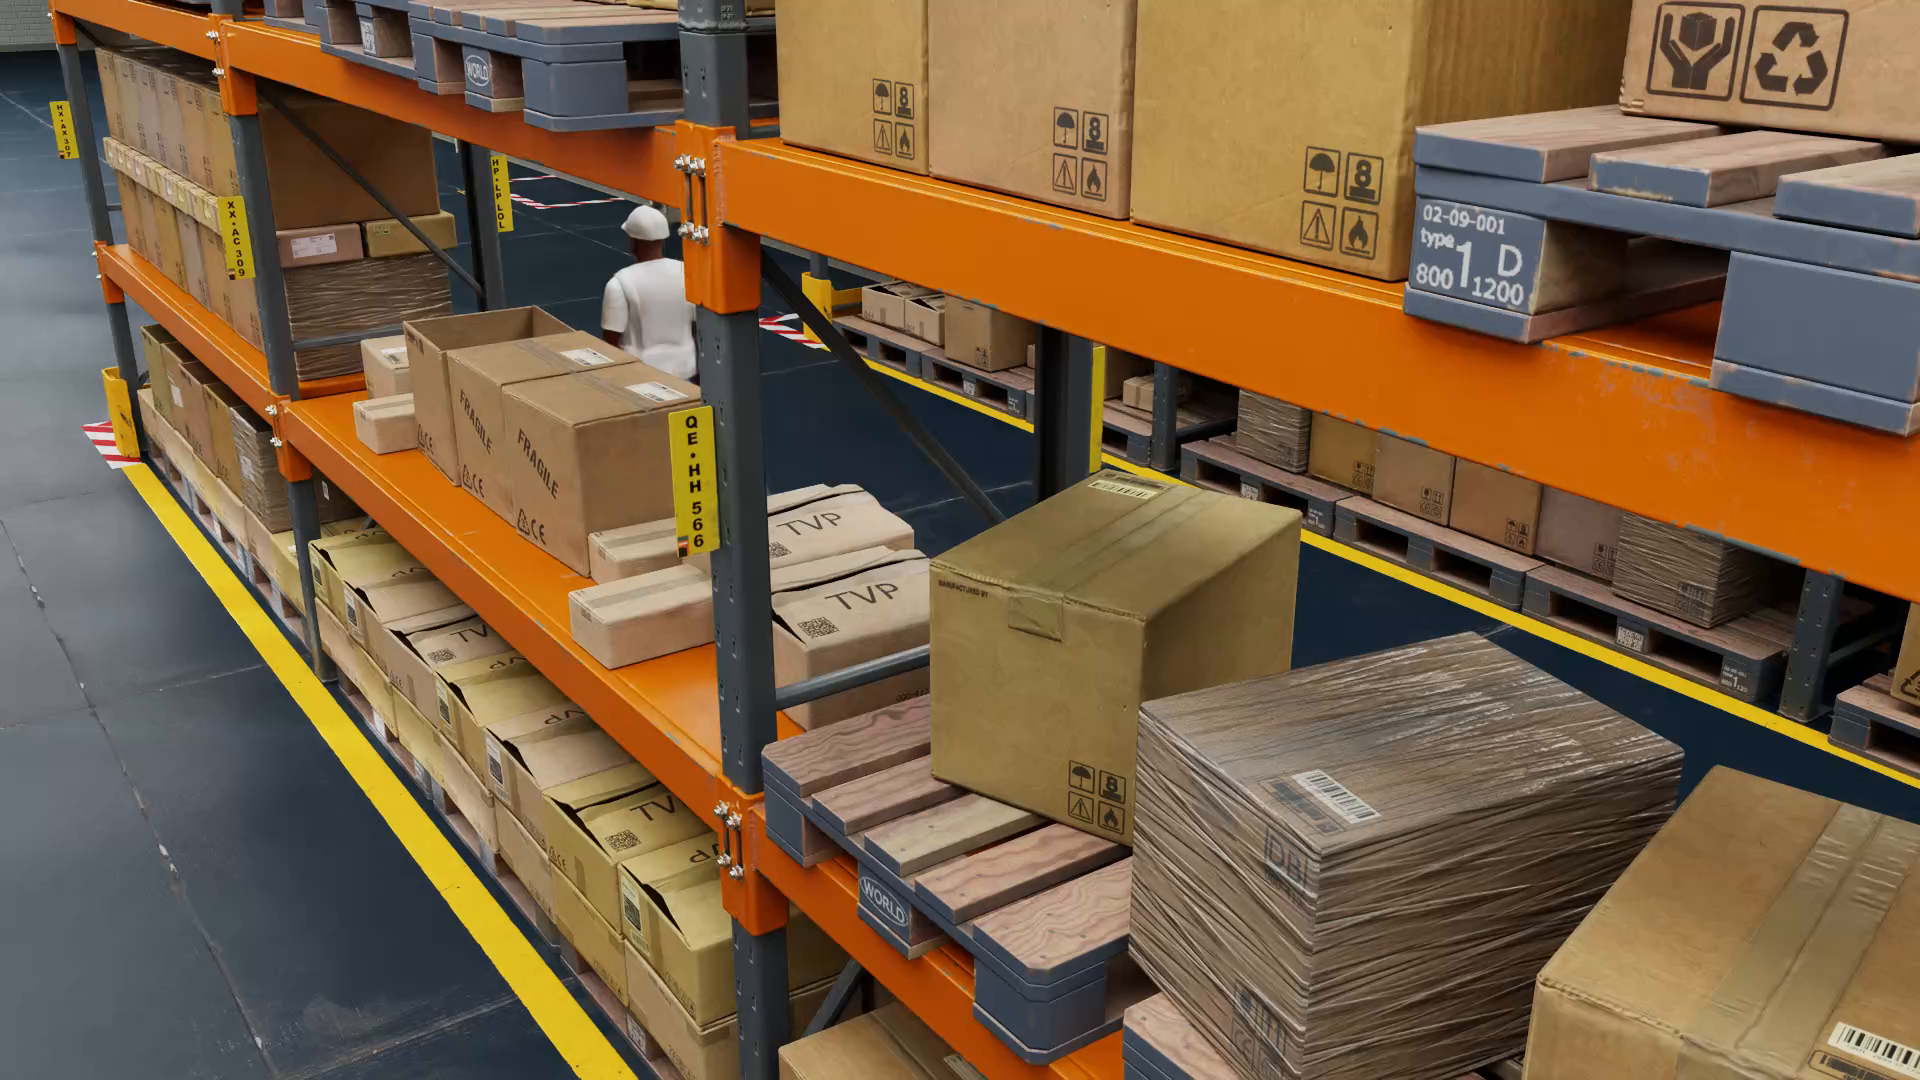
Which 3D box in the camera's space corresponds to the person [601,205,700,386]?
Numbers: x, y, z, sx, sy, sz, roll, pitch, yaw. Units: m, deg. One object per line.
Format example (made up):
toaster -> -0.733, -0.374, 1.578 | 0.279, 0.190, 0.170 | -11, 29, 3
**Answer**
person -> -1.596, -0.875, 8.716 | 0.610, 1.760, 0.482 | -13, 25, -30
